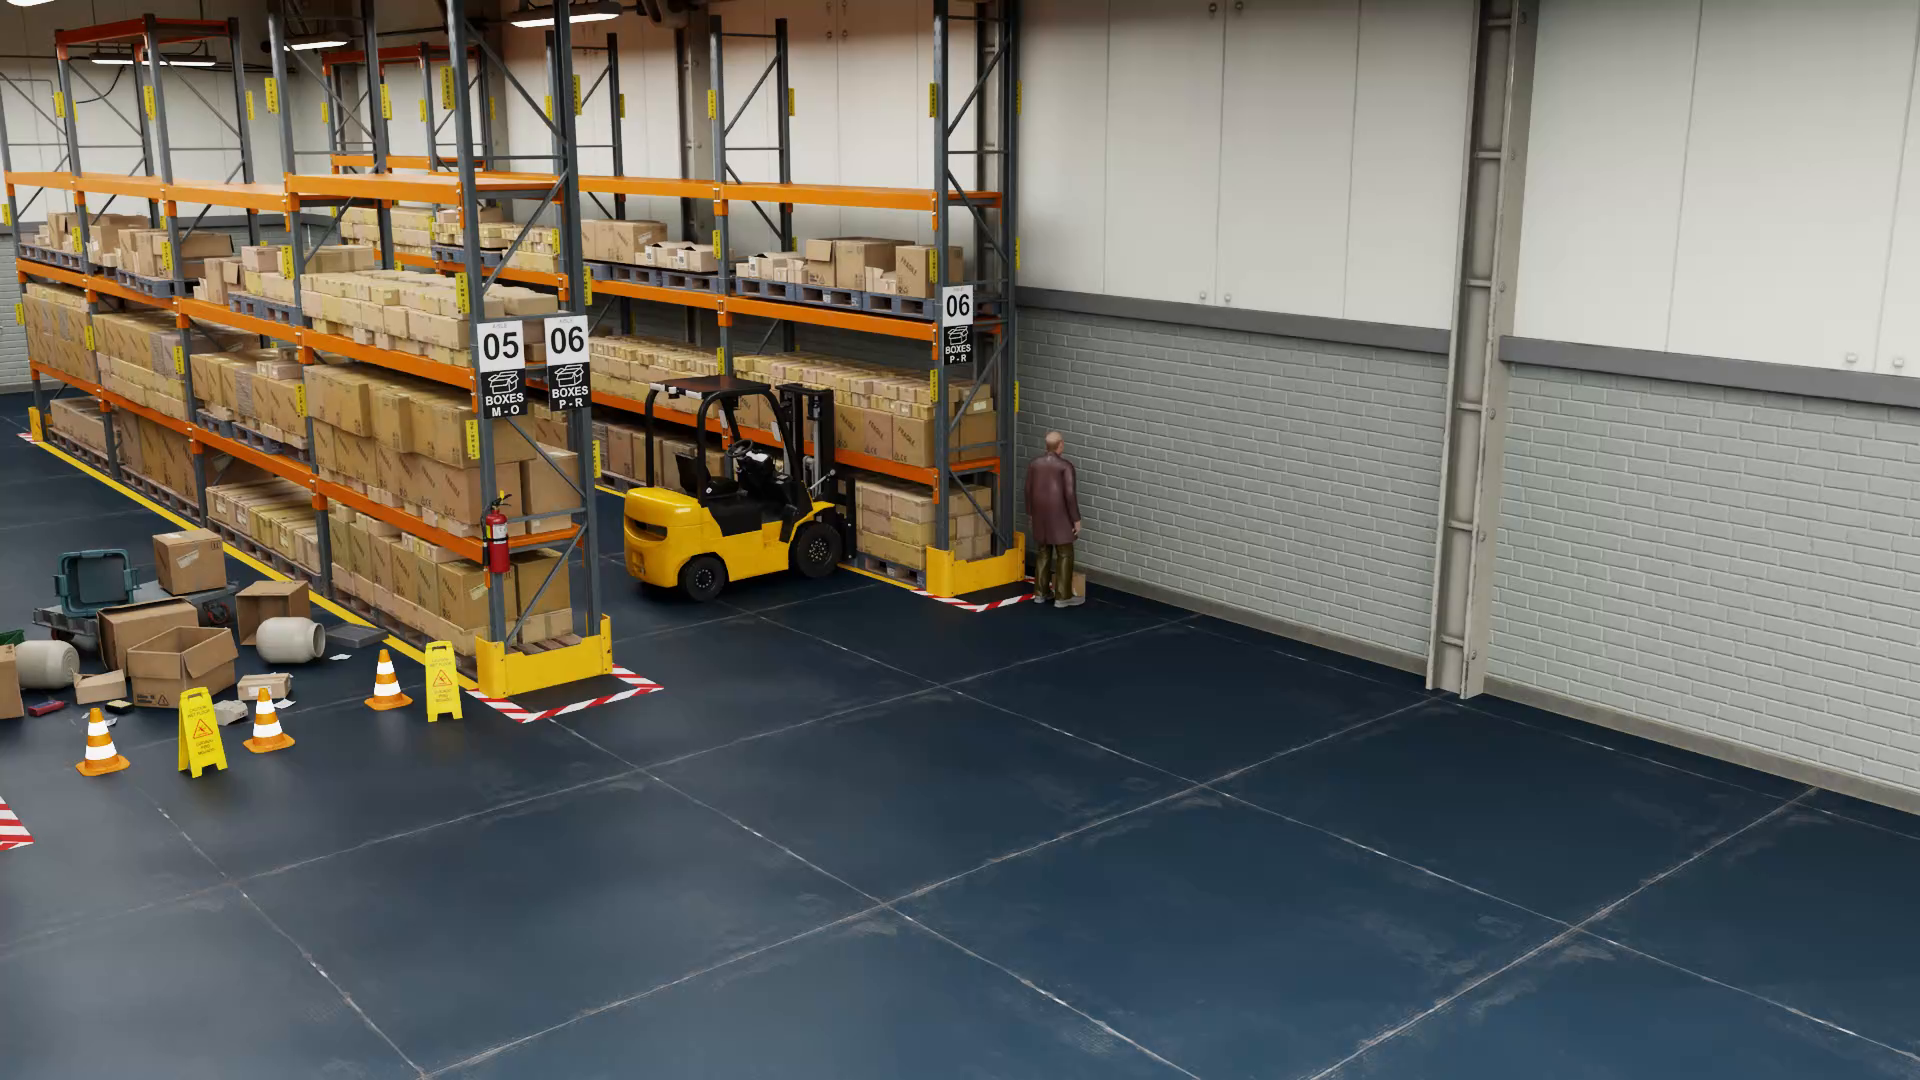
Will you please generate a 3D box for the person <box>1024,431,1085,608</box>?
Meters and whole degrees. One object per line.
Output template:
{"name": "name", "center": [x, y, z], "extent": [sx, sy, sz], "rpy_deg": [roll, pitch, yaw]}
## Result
{"name": "person", "center": [0.947, -0.221, 16.925], "extent": [0.652, 1.773, 0.429], "rpy_deg": [11, 17, 37]}
